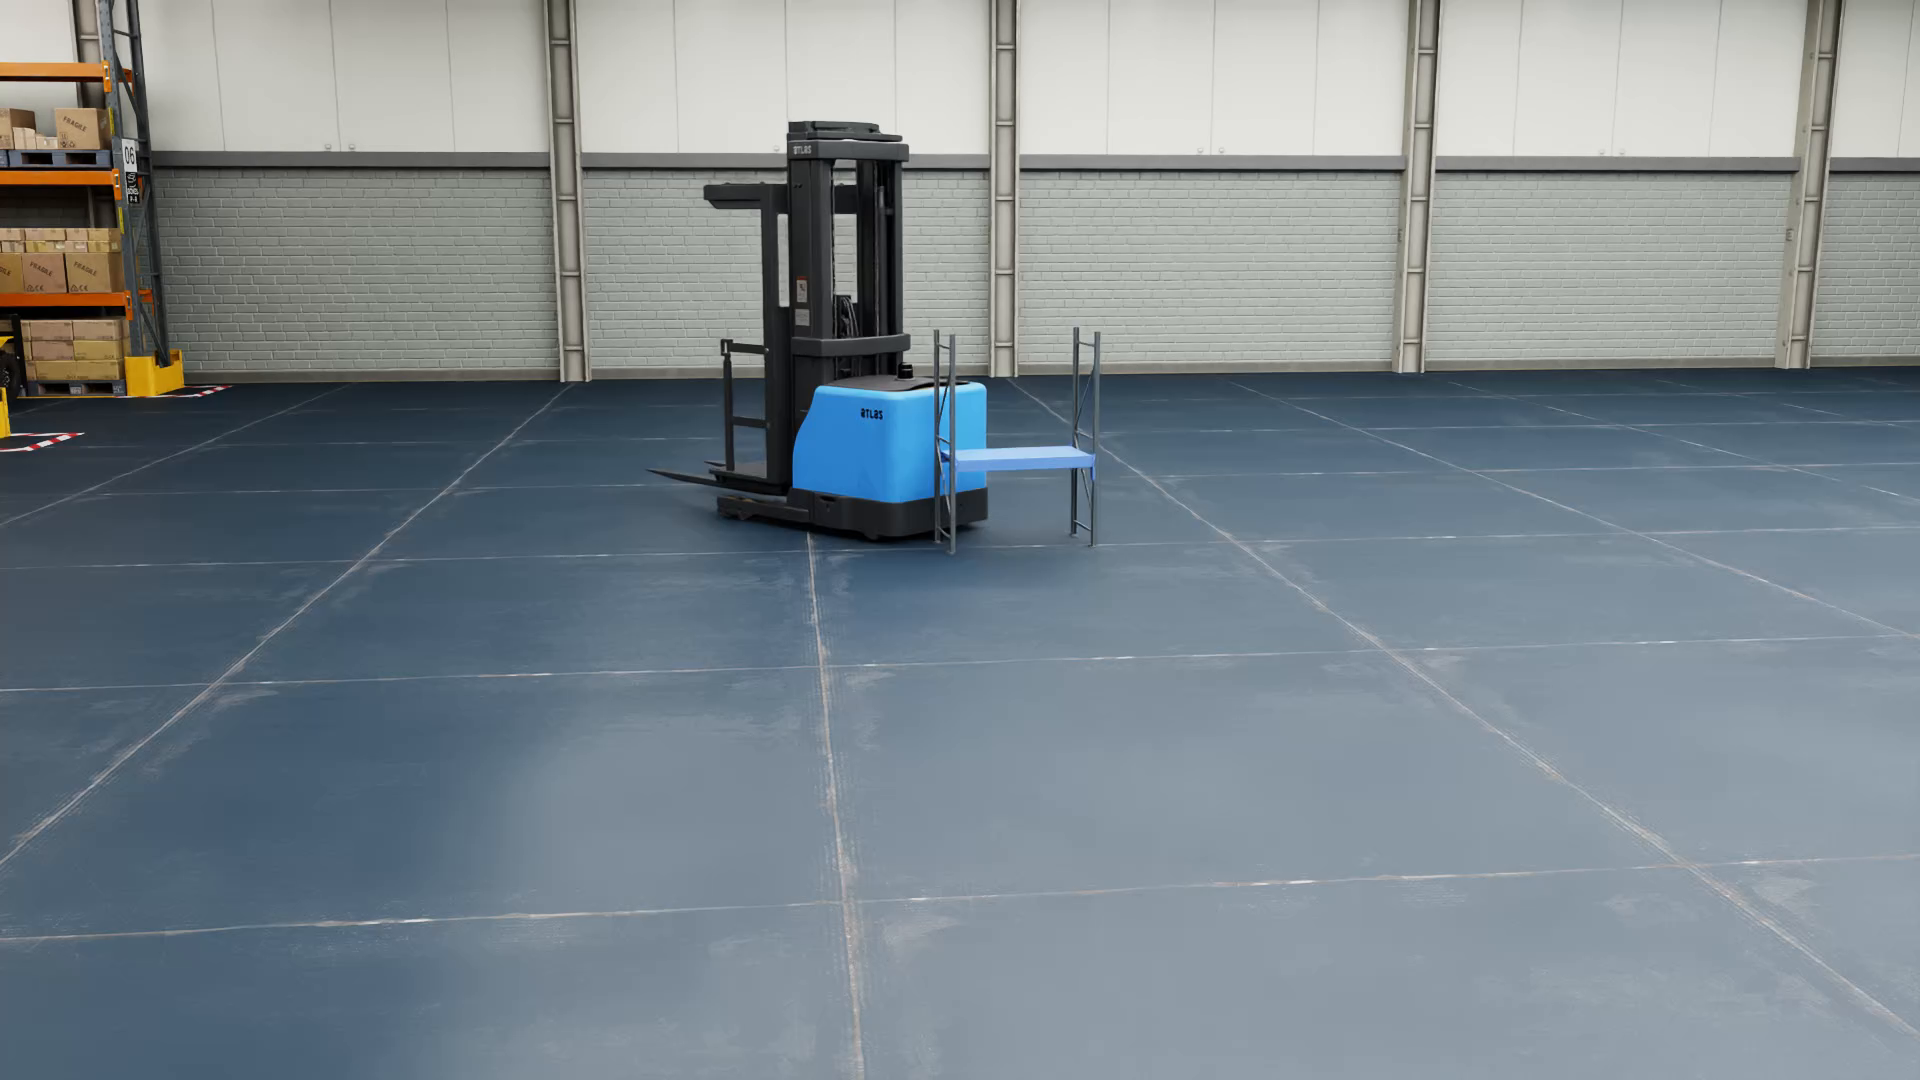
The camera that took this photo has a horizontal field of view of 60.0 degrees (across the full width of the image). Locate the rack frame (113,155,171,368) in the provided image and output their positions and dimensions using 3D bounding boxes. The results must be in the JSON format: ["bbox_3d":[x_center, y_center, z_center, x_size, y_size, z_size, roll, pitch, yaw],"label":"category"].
[{"bbox_3d":[-10.526,-3.412,21.448,0.127,3.000,1.000,-1,11,-6],"label":"rack frame"}]

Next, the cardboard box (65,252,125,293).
[{"bbox_3d":[-10.987,-3.400,21.130,0.500,0.500,0.500,-1,11,-7],"label":"cardboard box"}]

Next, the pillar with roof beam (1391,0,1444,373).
[{"bbox_3d":[7.044,-6.063,19.382,0.400,9.000,9.100,-1,11,-6],"label":"pillar with roof beam"}]

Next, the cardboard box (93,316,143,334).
[{"bbox_3d":[-11.024,-2.786,21.710,0.500,0.250,0.500,-1,11,-7],"label":"cardboard box"}]

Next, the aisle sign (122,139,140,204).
[{"bbox_3d":[-10.429,-4.633,20.917,0.004,0.787,0.394,-1,11,-6],"label":"aisle sign"}]

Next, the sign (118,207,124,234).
[{"bbox_3d":[-10.481,-3.992,20.782,0.005,0.325,0.100,-1,11,-6],"label":"sign"}]

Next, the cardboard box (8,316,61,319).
[{"bbox_3d":[-12.019,-2.766,21.611,0.500,0.250,0.500,-1,11,-6],"label":"cardboard box"}]

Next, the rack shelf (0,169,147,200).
[{"bbox_3d":[-12.514,-4.489,21.016,4.000,0.370,1.077,-1,11,-6],"label":"rack shelf"}]

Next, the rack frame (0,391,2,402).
[{"bbox_3d":[-9.986,-2.460,16.606,0.127,3.000,1.000,-1,11,-6],"label":"rack frame"}]

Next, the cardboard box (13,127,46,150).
[{"bbox_3d":[-11.569,-4.992,20.710,0.258,0.266,0.396,-1,11,-6],"label":"cardboard box"}]

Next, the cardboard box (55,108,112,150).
[{"bbox_3d":[-10.939,-5.132,20.814,0.500,0.500,0.500,-1,11,-4],"label":"cardboard box"}]

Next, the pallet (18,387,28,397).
[{"bbox_3d":[-12.491,-1.995,21.469,1.213,0.211,1.003,-1,11,-6],"label":"pallet"}]

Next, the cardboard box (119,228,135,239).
[{"bbox_3d":[-10.883,-3.959,21.520,0.250,0.149,0.380,-1,11,-7],"label":"cardboard box"}]

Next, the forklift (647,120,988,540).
[{"bbox_3d":[-1.225,-1.651,12.665,3.031,2.935,1.130,10,15,41],"label":"forklift"}]

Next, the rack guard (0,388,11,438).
[{"bbox_3d":[-10.061,-1.232,16.839,0.348,0.500,1.175,-1,11,-6],"label":"rack guard"}]

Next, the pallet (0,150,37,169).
[{"bbox_3d":[-12.447,-4.805,20.985,1.213,0.211,1.003,-1,11,-6],"label":"pallet"}]

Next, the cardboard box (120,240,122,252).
[{"bbox_3d":[-10.891,-3.822,21.593,0.250,0.149,0.380,-1,11,-8],"label":"cardboard box"}]

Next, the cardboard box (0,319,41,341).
[{"bbox_3d":[-11.957,-2.666,21.100,0.500,0.250,0.500,-1,11,-5],"label":"cardboard box"}]

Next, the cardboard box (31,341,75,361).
[{"bbox_3d":[-11.476,-2.436,21.225,0.500,0.250,0.500,-1,11,-7],"label":"cardboard box"}]

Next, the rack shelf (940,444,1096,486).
[{"bbox_3d":[0.387,-0.527,11.592,1.000,0.185,0.538,-3,11,-14],"label":"rack shelf"}]

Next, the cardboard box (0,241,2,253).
[{"bbox_3d":[-12.113,-3.687,20.906,0.250,0.149,0.380,-1,11,-6],"label":"cardboard box"}]

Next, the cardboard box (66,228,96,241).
[{"bbox_3d":[-11.101,-3.866,21.047,0.250,0.149,0.380,-1,11,-6],"label":"cardboard box"}]

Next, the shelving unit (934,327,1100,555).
[{"bbox_3d":[0.387,-0.703,11.557,1.048,1.500,0.538,-3,11,-14],"label":"shelving unit"}]

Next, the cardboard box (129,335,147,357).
[{"bbox_3d":[-11.015,-2.544,21.777,0.500,0.250,0.500,-1,11,-5],"label":"cardboard box"}]

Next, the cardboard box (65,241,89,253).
[{"bbox_3d":[-11.091,-3.707,21.009,0.250,0.149,0.380,-1,11,-5],"label":"cardboard box"}]

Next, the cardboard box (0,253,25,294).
[{"bbox_3d":[-12.013,-3.381,21.029,0.500,0.500,0.500,-1,11,-7],"label":"cardboard box"}]

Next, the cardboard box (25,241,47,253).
[{"bbox_3d":[-11.603,-3.711,21.026,0.250,0.149,0.380,-1,11,-6],"label":"cardboard box"}]

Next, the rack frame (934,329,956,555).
[{"bbox_3d":[-0.106,-0.679,11.433,0.032,1.500,0.500,-3,11,-14],"label":"rack frame"}]

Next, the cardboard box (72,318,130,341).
[{"bbox_3d":[-10.950,-2.690,21.223,0.500,0.250,0.500,-1,11,-4],"label":"cardboard box"}]

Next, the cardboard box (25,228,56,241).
[{"bbox_3d":[-11.614,-3.865,21.039,0.250,0.149,0.380,-1,11,-6],"label":"cardboard box"}]

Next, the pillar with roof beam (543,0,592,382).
[{"bbox_3d":[-4.885,-5.813,18.111,0.400,9.000,9.100,-1,11,-6],"label":"pillar with roof beam"}]

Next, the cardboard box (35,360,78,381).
[{"bbox_3d":[-11.454,-2.190,21.271,0.500,0.250,0.500,-1,11,-6],"label":"cardboard box"}]
